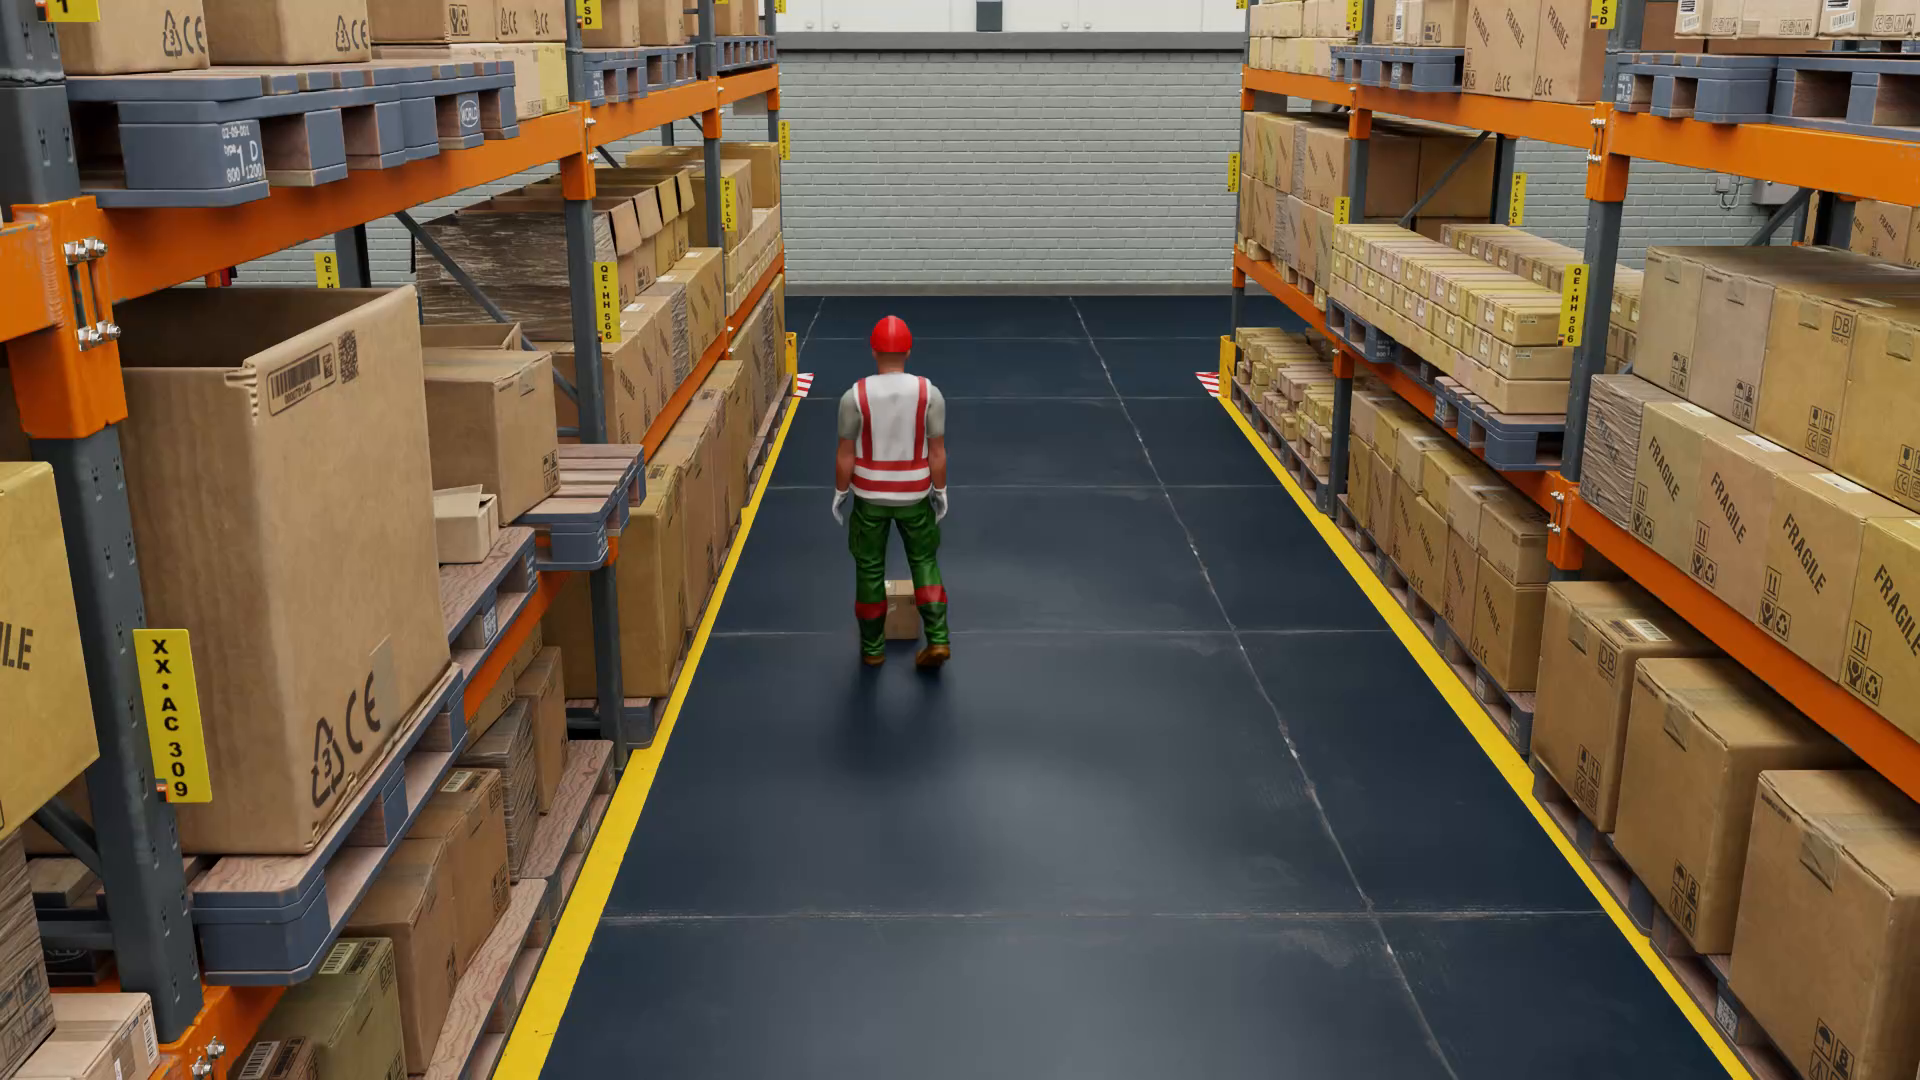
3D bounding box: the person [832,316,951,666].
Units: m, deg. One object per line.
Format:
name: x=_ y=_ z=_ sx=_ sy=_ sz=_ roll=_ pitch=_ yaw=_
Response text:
person: x=-0.349 y=-0.229 z=8.236 sx=0.575 sy=1.790 sz=0.527 roll=-2 pitch=17 yaw=-6
